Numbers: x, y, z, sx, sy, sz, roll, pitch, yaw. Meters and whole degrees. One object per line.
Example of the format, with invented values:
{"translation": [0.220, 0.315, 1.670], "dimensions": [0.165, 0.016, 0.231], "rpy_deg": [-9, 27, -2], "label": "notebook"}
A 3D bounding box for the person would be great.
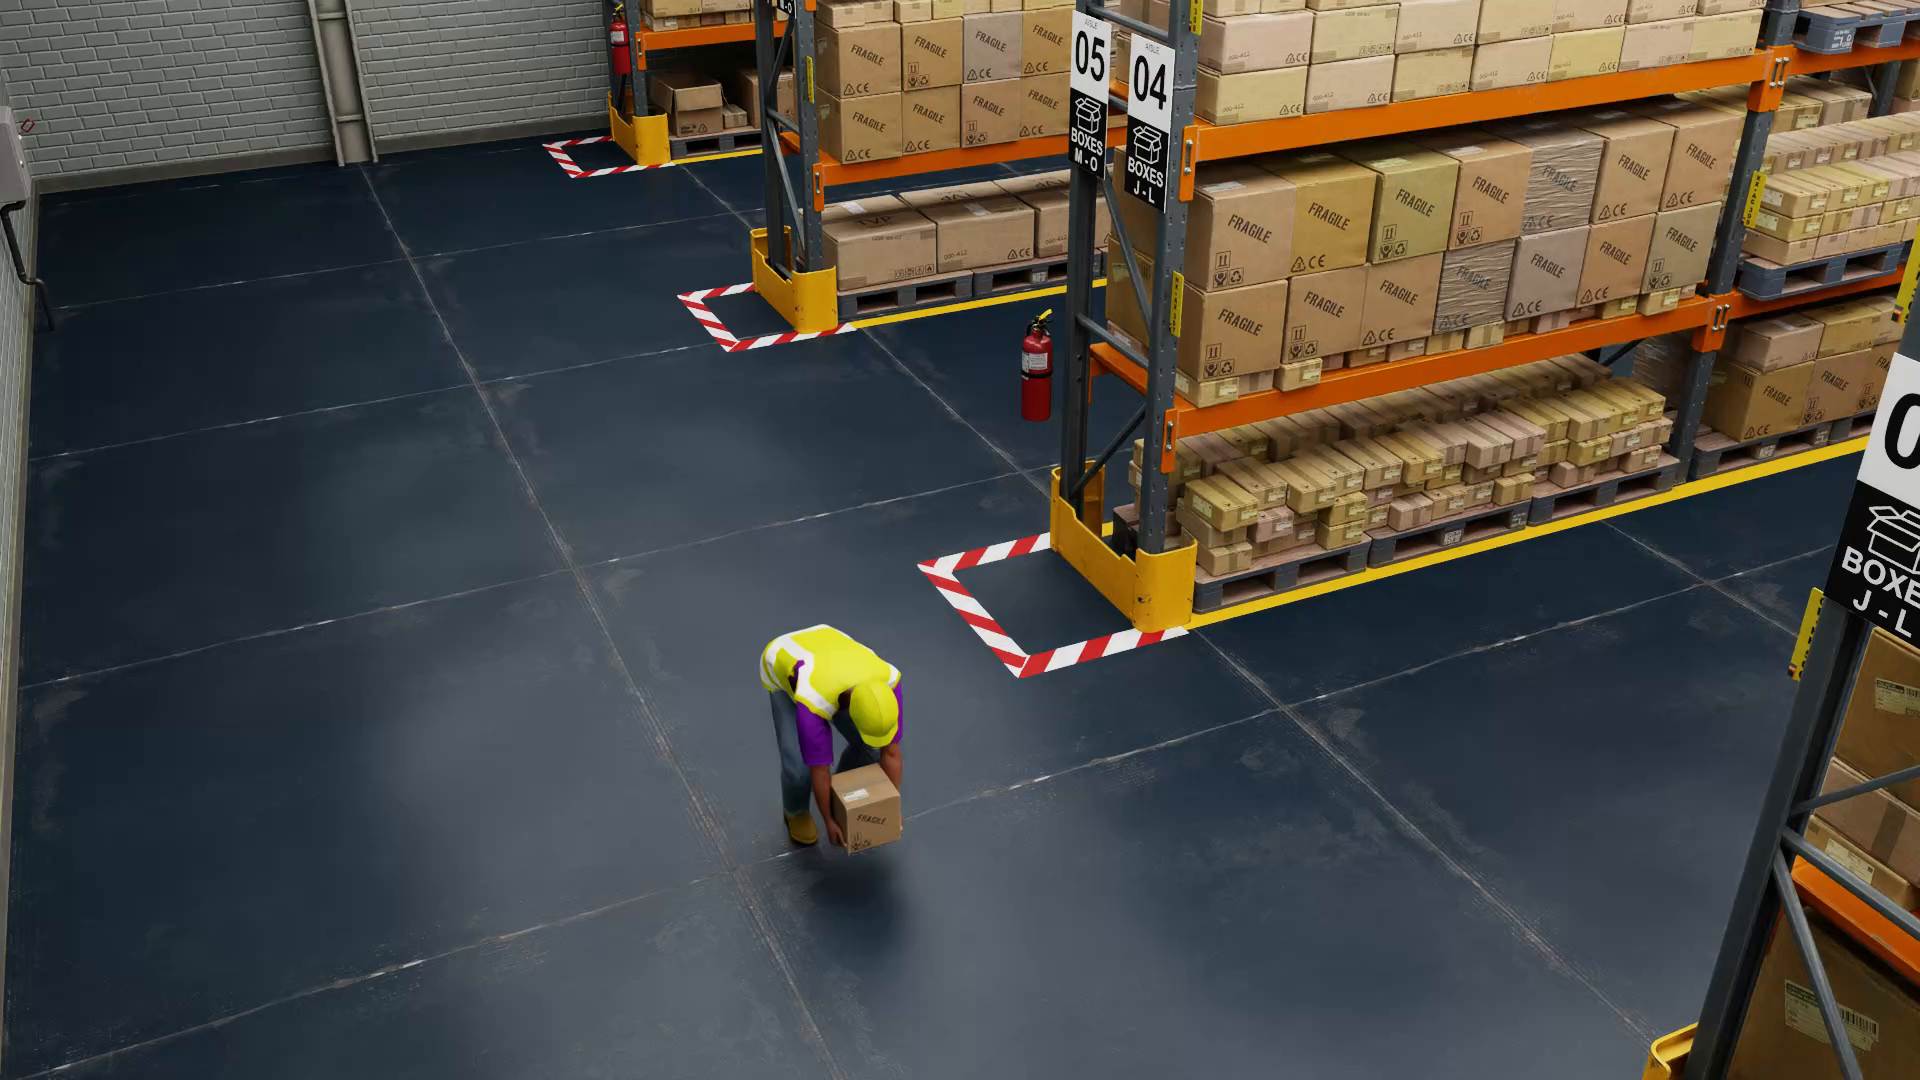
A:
{"translation": [-0.534, 0.923, 7.458], "dimensions": [0.510, 1.102, 0.956], "rpy_deg": [-15, 32, -24], "label": "person"}
